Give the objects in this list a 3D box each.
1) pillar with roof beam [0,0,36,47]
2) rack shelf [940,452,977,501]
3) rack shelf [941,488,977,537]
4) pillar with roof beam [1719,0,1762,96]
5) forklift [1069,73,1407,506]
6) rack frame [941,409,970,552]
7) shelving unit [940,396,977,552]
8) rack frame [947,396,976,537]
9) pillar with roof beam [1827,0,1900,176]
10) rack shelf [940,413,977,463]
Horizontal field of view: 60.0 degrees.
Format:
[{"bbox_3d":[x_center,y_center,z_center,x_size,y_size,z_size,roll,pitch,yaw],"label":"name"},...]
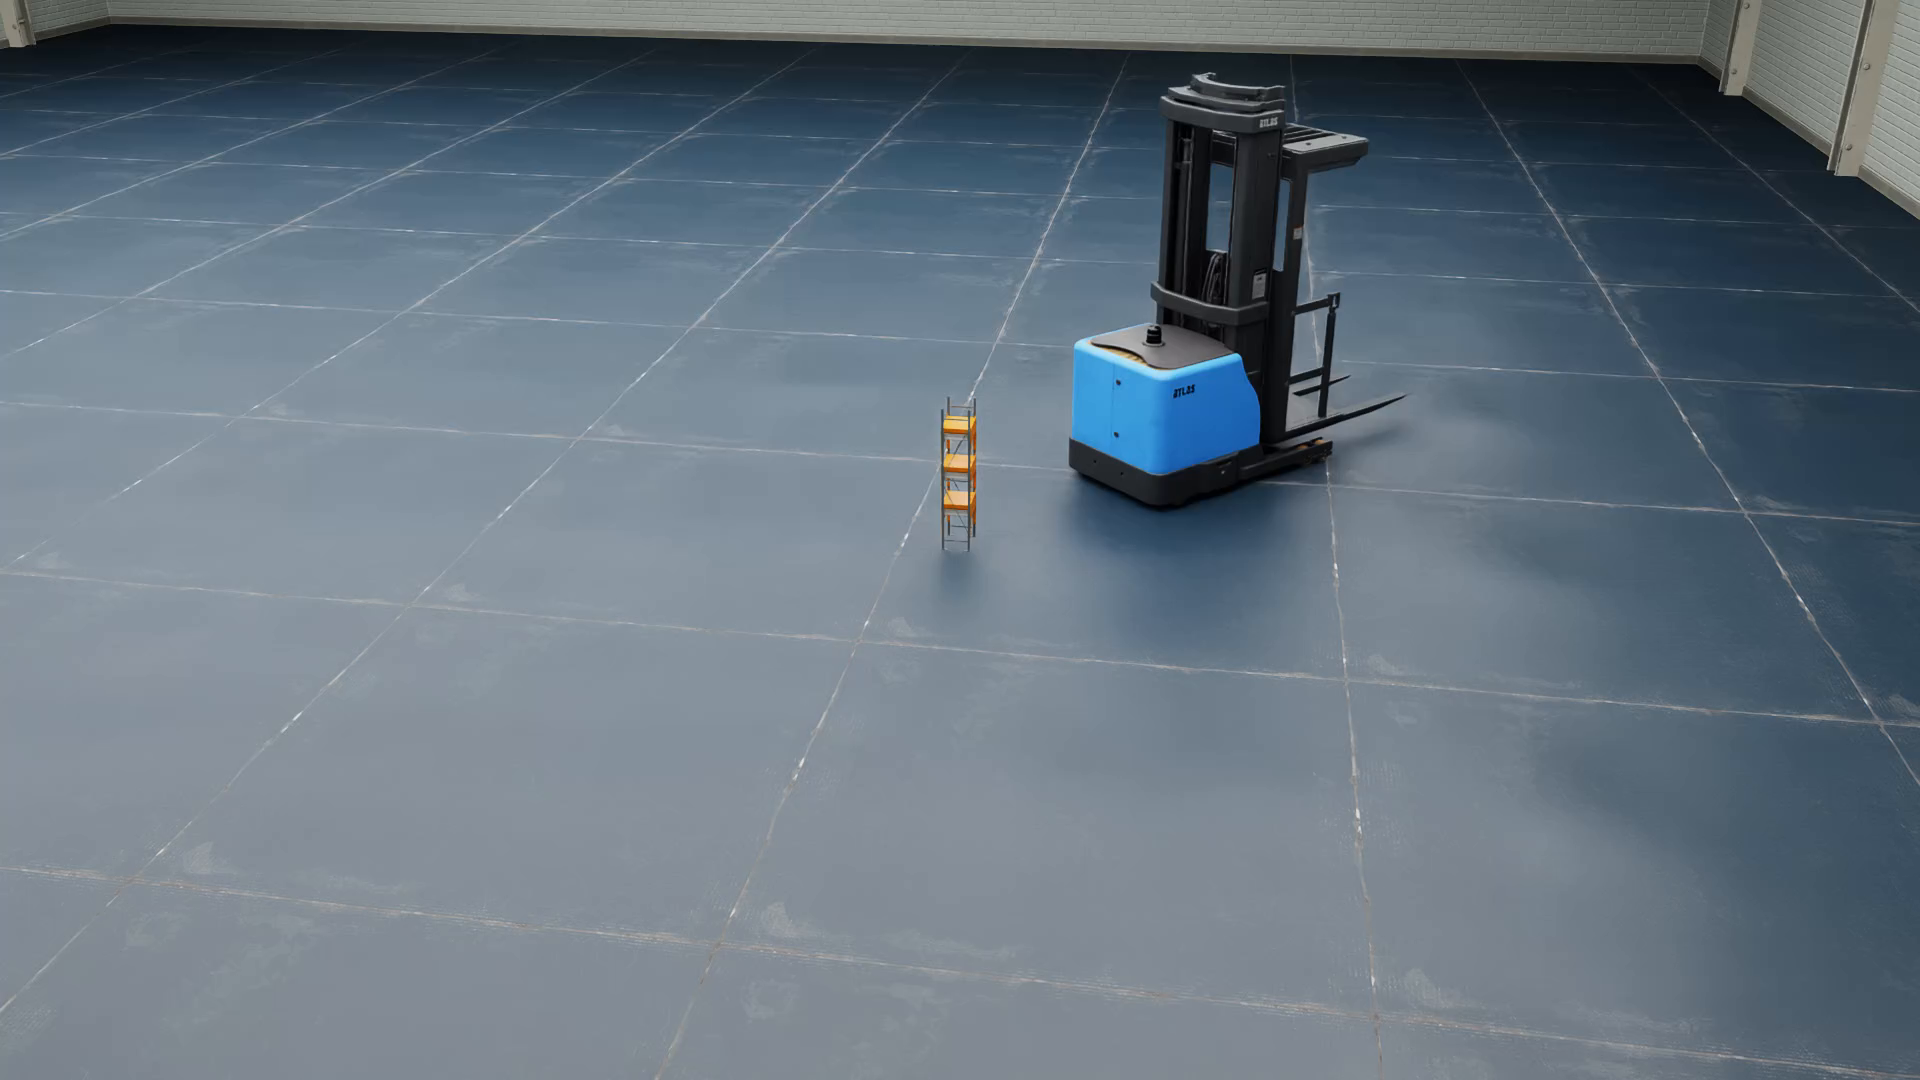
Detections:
[{"bbox_3d":[-13.989,-13.399,29.806,9.100,9.000,0.400,4,25,9],"label":"pillar with roof beam"},{"bbox_3d":[-0.009,-0.444,11.528,0.215,0.259,0.240,4,25,9],"label":"rack shelf"},{"bbox_3d":[-0.009,-0.192,11.646,0.215,0.259,0.240,4,25,9],"label":"rack shelf"},{"bbox_3d":[8.593,-11.813,26.418,9.100,9.000,0.400,4,25,9],"label":"pillar with roof beam"},{"bbox_3d":[2.320,-2.063,12.744,3.031,2.935,1.130,-18,30,-33],"label":"forklift"},{"bbox_3d":[-0.029,-0.402,11.415,0.200,1.050,0.008,4,25,9],"label":"rack frame"},{"bbox_3d":[-0.009,-0.453,11.524,0.215,1.050,0.252,4,25,9],"label":"shelving unit"},{"bbox_3d":[0.011,-0.504,11.633,0.200,1.050,0.008,4,25,9],"label":"rack frame"},{"bbox_3d":[7.613,-9.304,21.057,9.100,9.000,0.400,4,25,9],"label":"pillar with roof beam"},{"bbox_3d":[-0.009,-0.701,11.408,0.215,0.259,0.240,4,25,9],"label":"rack shelf"}]
